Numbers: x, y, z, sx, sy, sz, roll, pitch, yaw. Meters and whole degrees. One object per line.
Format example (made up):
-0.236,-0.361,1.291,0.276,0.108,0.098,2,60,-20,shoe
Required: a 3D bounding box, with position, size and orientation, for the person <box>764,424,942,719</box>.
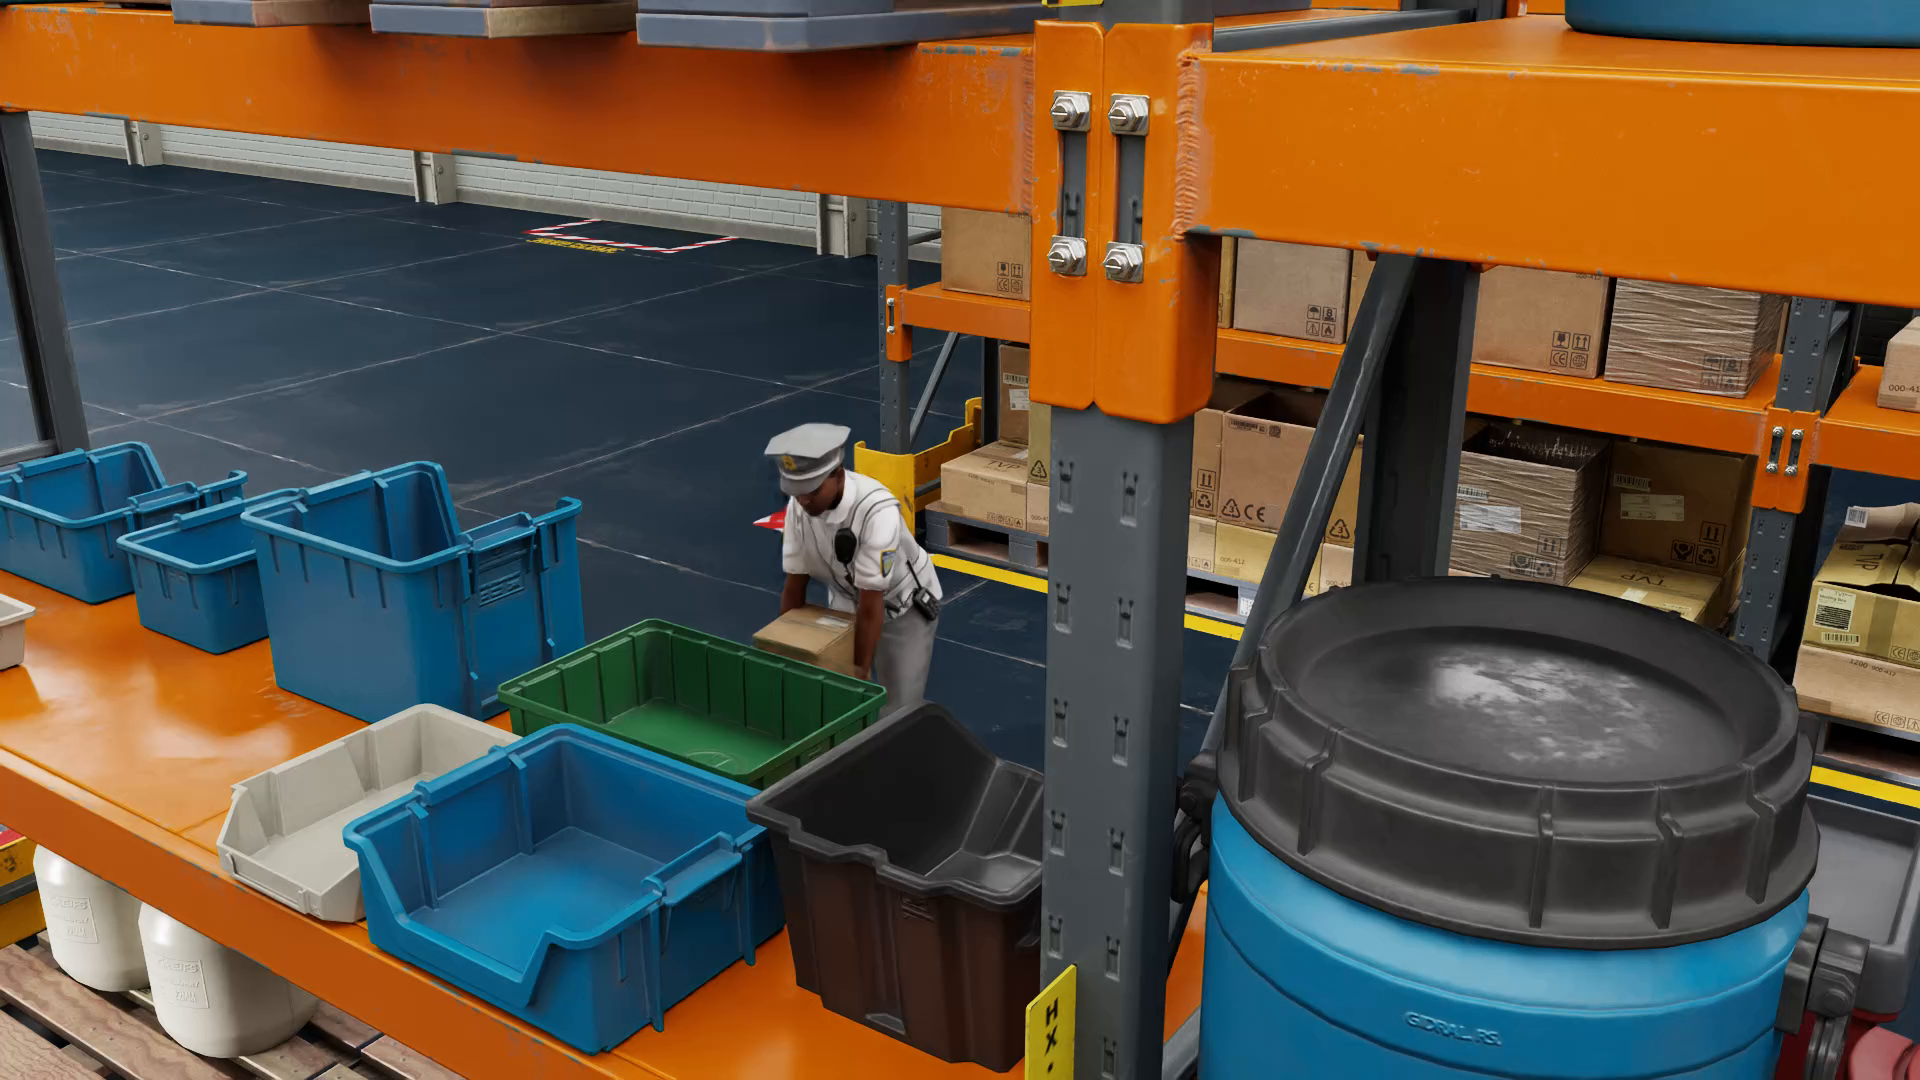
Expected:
-0.340,0.338,5.335,0.414,1.540,0.668,13,23,31,person
